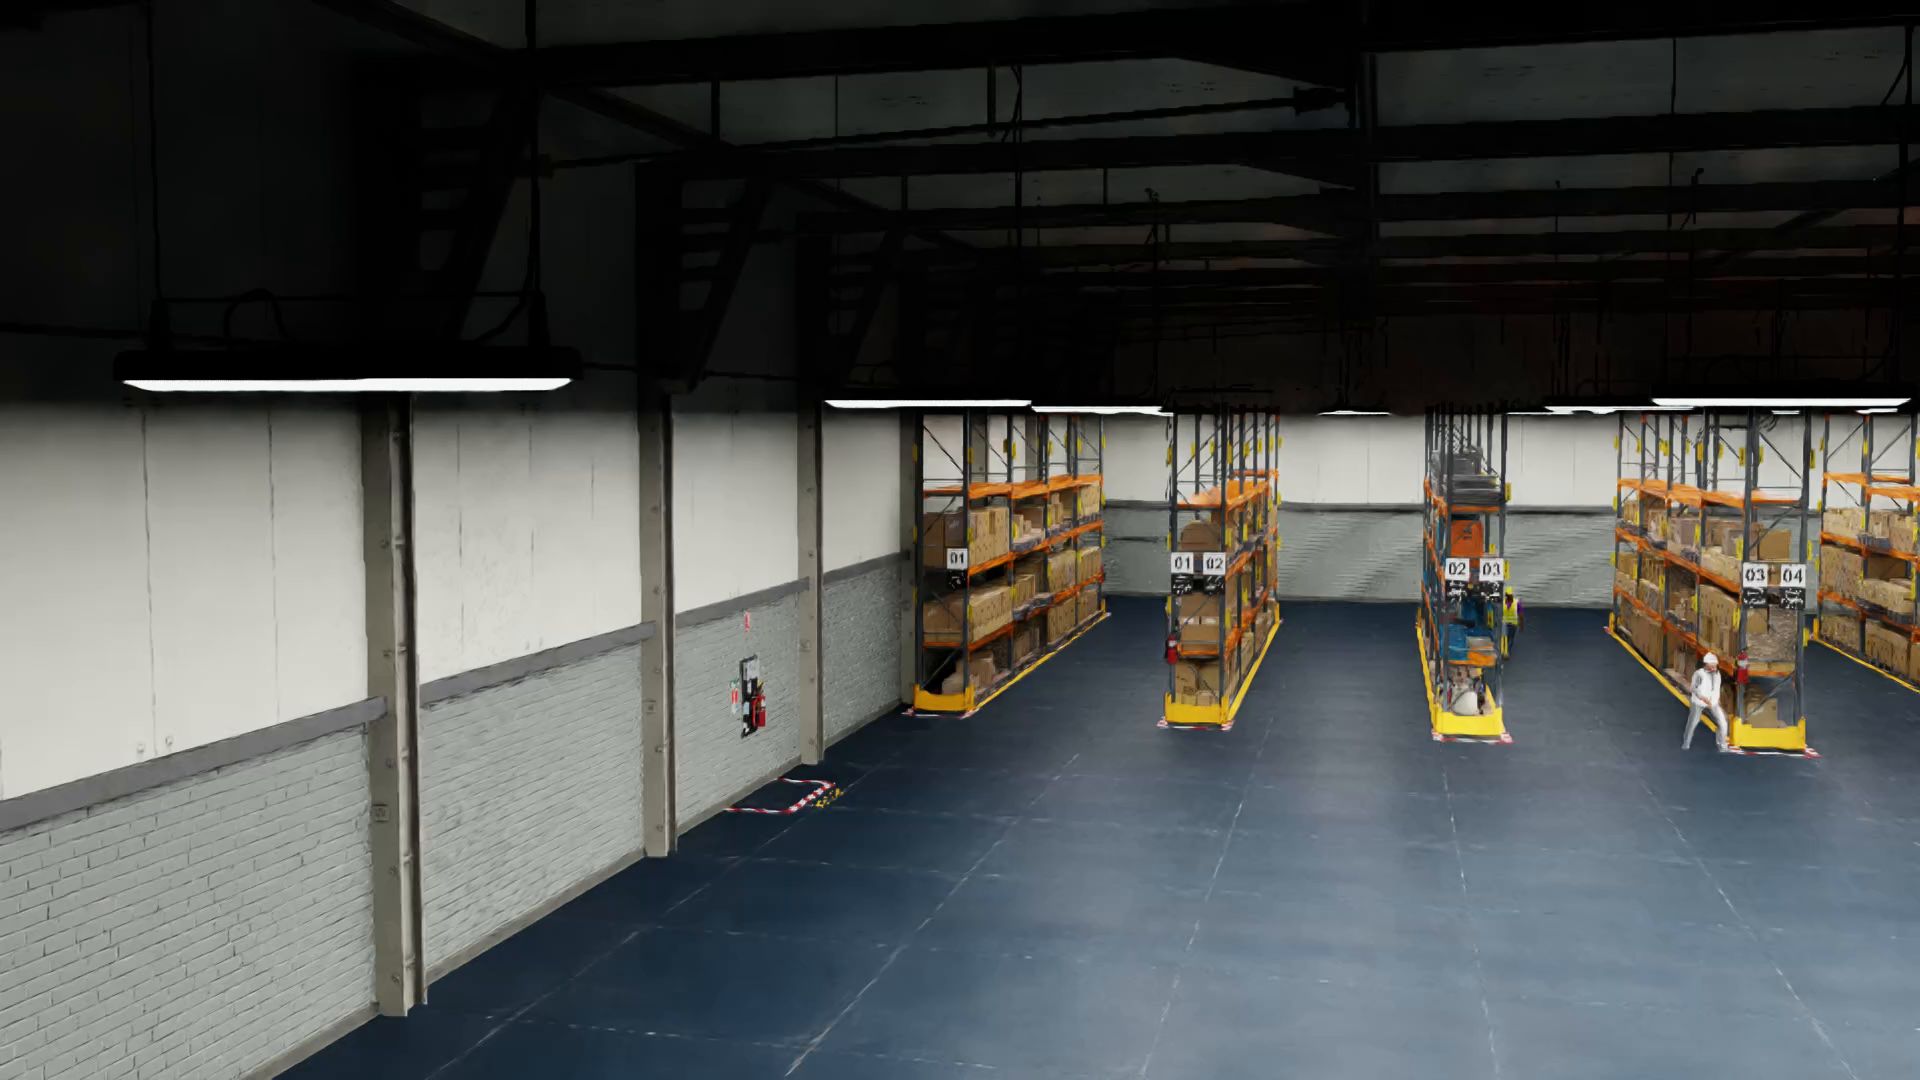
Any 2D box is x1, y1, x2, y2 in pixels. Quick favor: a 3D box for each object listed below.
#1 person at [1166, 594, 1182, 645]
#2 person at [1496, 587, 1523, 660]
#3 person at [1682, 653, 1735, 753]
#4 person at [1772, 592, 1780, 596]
[{"bbox_3d":[2.968,2.107,38.632,4.177,1.541,6.379,1,4,12],"label":"person"},{"bbox_3d":[13.031,1.958,39.408,0.589,1.716,1.043,1,4,13],"label":"person"},{"bbox_3d":[12.744,2.761,28.401,0.687,1.709,0.817,0,4,-5],"label":"person"},{"bbox_3d":[21.930,1.524,45.035,0.556,1.704,1.120,1,4,17],"label":"person"}]
